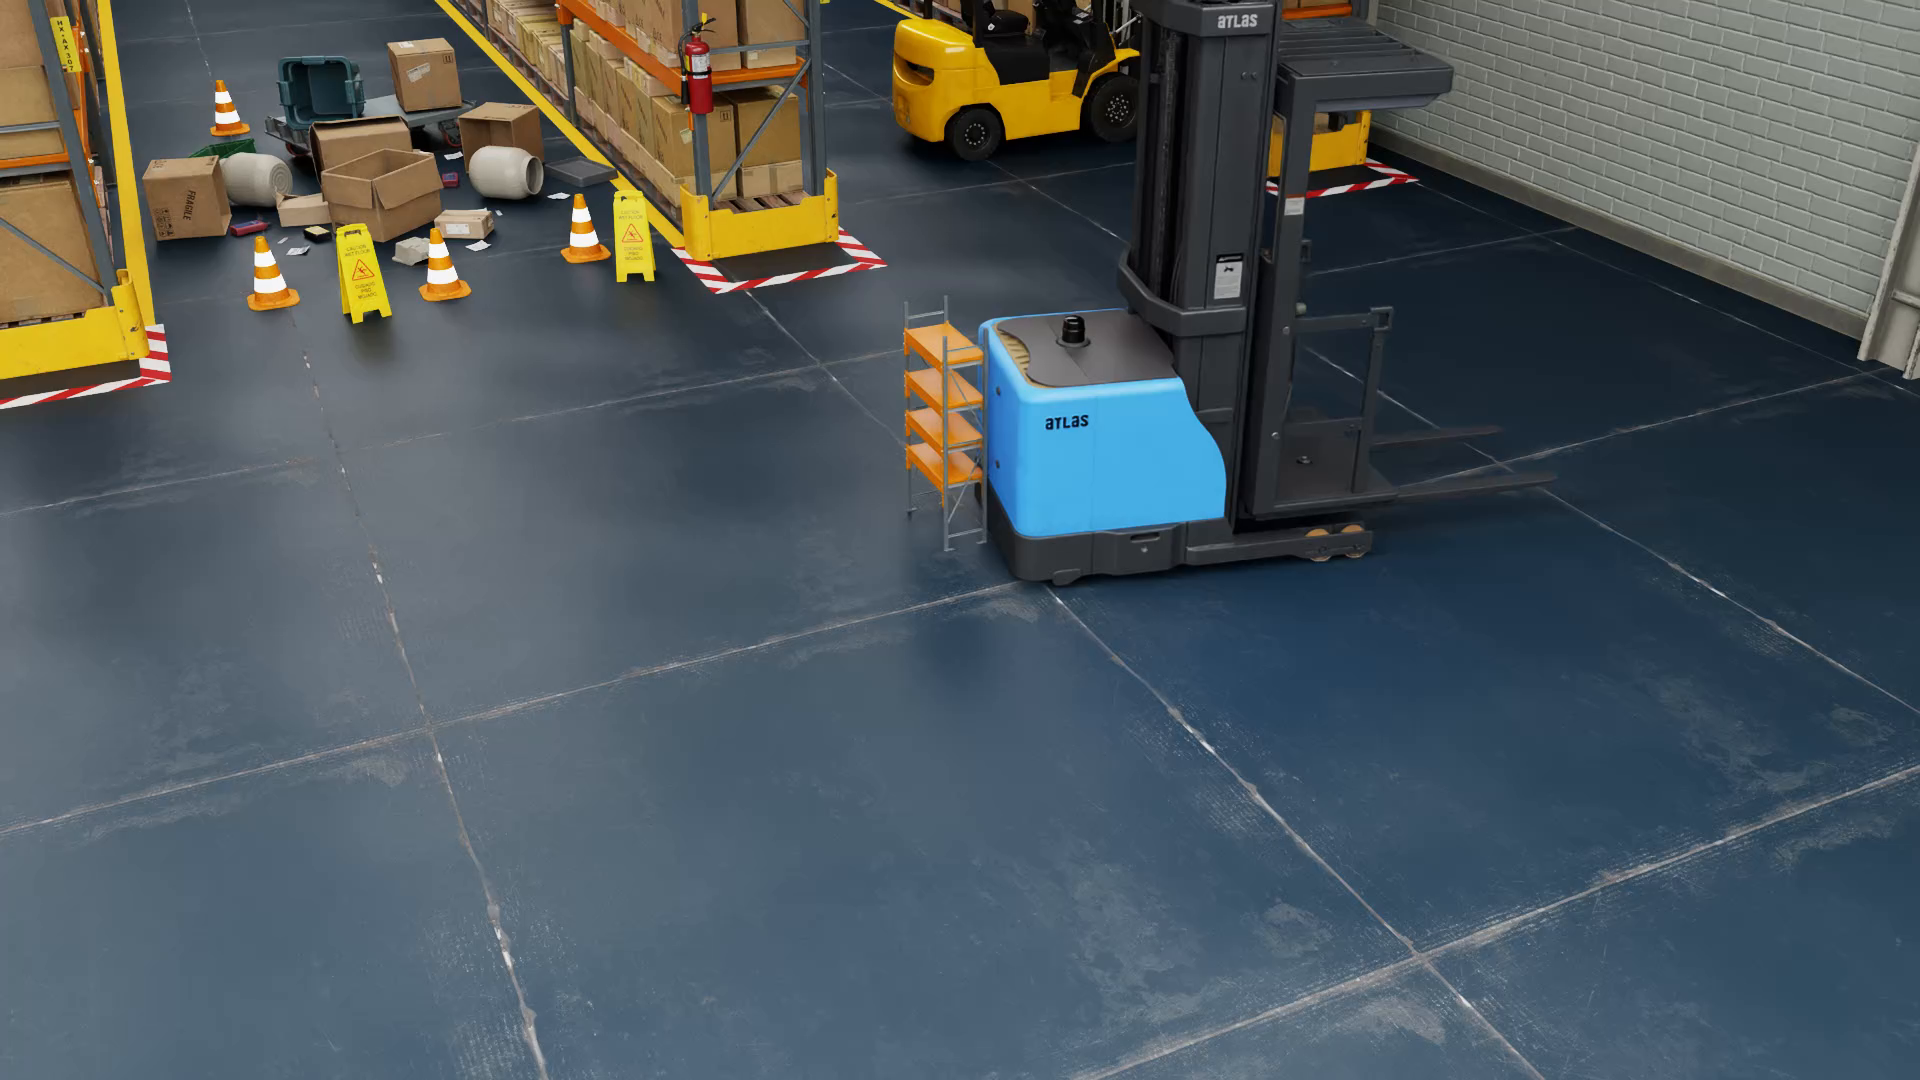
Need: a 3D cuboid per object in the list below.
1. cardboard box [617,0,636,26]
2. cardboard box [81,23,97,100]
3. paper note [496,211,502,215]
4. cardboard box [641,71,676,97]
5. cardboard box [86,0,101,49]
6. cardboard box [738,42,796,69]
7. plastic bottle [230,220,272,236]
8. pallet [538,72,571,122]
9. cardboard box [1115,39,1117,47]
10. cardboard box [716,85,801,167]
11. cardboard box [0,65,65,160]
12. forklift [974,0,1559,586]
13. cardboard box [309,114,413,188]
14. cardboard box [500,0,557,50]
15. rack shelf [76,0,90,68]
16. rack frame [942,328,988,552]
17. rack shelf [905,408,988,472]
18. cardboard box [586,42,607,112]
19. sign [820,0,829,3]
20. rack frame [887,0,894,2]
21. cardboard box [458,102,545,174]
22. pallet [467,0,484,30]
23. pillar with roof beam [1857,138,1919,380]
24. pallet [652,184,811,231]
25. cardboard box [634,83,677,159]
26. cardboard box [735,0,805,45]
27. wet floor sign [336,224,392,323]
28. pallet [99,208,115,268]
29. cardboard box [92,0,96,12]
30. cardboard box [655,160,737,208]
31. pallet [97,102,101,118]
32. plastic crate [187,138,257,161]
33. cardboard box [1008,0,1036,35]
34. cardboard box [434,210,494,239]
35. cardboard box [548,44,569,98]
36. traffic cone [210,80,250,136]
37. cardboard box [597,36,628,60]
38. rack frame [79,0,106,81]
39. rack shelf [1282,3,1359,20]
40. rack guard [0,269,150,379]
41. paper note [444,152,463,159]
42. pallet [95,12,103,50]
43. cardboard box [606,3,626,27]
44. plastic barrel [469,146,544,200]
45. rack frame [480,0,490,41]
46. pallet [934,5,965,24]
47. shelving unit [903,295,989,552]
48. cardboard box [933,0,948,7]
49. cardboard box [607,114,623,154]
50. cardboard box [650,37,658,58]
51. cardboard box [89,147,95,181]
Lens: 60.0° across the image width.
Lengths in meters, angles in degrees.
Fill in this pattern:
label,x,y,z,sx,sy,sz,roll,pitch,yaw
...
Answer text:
label,x,y,z,sx,sy,sz,roll,pitch,yaw
cardboard box,-2.391,-4.354,13.041,0.500,0.500,0.500,-13,32,-22
cardboard box,-8.790,-4.533,15.638,1.050,0.750,0.750,-13,32,-21
paper note,-3.734,-2.649,13.464,0.032,0.001,0.123,-13,32,-22
cardboard box,-2.285,-3.596,13.048,0.380,0.149,0.250,-12,31,-21
cardboard box,-9.422,-5.464,17.553,0.500,0.500,0.500,-15,32,-24
cardboard box,-1.446,-3.639,12.429,0.380,0.149,0.250,-13,32,-22
plastic bottle,-5.573,-2.459,13.074,0.133,0.061,0.283,26,38,38
pallet,-3.540,-4.449,16.468,1.003,0.211,1.213,-13,32,-22
cardboard box,1.630,-4.842,16.190,0.500,0.250,0.500,-13,32,-22
cardboard box,-1.594,-3.290,13.166,0.500,0.500,0.500,-14,32,-24
cardboard box,-6.114,-2.691,10.328,0.875,0.550,0.550,-13,32,-22
forklift,1.651,-1.412,8.272,3.031,2.935,1.130,-6,30,-11
cardboard box,-4.936,-3.181,13.769,0.797,0.637,0.503,-13,32,-22
cardboard box,-4.364,-5.550,17.837,0.950,0.372,0.625,-14,32,-23
rack shelf,-8.490,-4.807,14.992,1.077,0.370,4.000,-13,32,-22
rack frame,0.027,-0.488,8.393,0.240,1.200,0.015,-13,32,-21
rack shelf,-0.074,-0.538,8.620,0.258,0.148,0.480,-13,32,-21
cardboard box,-2.954,-4.081,14.577,0.500,0.500,0.500,-12,31,-20
sign,-0.997,-4.046,12.014,0.100,0.325,0.005,-13,32,-22
rack frame,-0.440,-8.133,20.186,1.000,3.000,0.127,-13,32,-22
cardboard box,-3.973,-3.473,14.431,0.500,0.500,0.500,7,30,13
pallet,-5.192,-6.236,19.656,1.003,0.211,1.213,-13,32,-22
pillar with roof beam,2.197,-4.158,6.964,9.100,9.000,0.400,-13,32,-22
pallet,-1.836,-2.738,13.418,1.003,0.211,1.213,-13,32,-22
cardboard box,-2.293,-3.395,13.352,0.500,0.500,0.500,-12,31,-20
cardboard box,-1.440,-3.996,12.402,0.500,0.500,0.500,-14,32,-23
wet floor sign,-4.113,-1.847,11.384,0.267,0.644,0.232,-19,35,-30
pallet,-6.848,-2.129,12.332,1.003,0.211,1.213,-13,32,-22
cardboard box,-10.301,-6.364,19.158,0.500,0.500,0.500,-14,32,-23
cardboard box,-2.087,-2.850,13.147,0.500,0.250,0.500,-13,32,-22
pallet,-8.558,-3.886,15.464,1.003,0.211,1.213,-13,32,-22
plastic crate,-6.374,-3.235,14.268,0.450,0.188,0.662,-7,28,9
cardboard box,1.043,-5.741,17.920,0.875,0.625,0.625,-12,31,-20
cardboard box,-3.874,-2.466,12.995,0.380,0.149,0.250,2,29,4
cardboard box,-3.431,-4.590,16.126,0.950,0.372,0.625,-13,32,-21
traffic cone,-6.843,-4.041,15.483,0.336,0.463,0.334,-13,32,-22
cardboard box,-2.855,-4.185,14.099,0.380,0.149,0.250,-11,31,-19
rack frame,-9.349,-6.005,16.391,1.000,3.000,0.127,-13,32,-22
rack shelf,2.136,-5.168,15.636,1.077,0.370,4.000,-13,32,-22
rack guard,-5.904,-1.370,10.682,1.175,0.500,0.348,-13,32,-22
paper note,-4.517,-3.434,14.843,0.148,0.019,0.142,-13,32,-22
pallet,-10.203,-5.672,18.649,1.003,0.211,1.213,-13,32,-22
cardboard box,-2.684,-4.333,13.667,0.380,0.149,0.250,-13,32,-22
plastic barrel,-3.741,-3.026,13.713,0.512,0.421,0.421,7,30,13
rack frame,-4.921,-7.089,18.325,1.000,3.000,0.127,-13,32,-22
pallet,0.398,-6.006,19.245,1.003,0.211,1.213,-13,32,-22
shelving unit,-0.074,-0.596,8.587,0.258,1.200,0.503,-13,32,-21
cardboard box,0.103,-6.715,19.656,0.875,0.625,0.625,-12,31,-20
cardboard box,-2.725,-3.521,14.344,0.500,0.250,0.500,-14,32,-23
cardboard box,-2.140,-3.772,12.666,0.380,0.149,0.250,-14,32,-23
cardboard box,-7.425,-3.202,13.136,0.875,0.875,0.875,-13,32,-21
